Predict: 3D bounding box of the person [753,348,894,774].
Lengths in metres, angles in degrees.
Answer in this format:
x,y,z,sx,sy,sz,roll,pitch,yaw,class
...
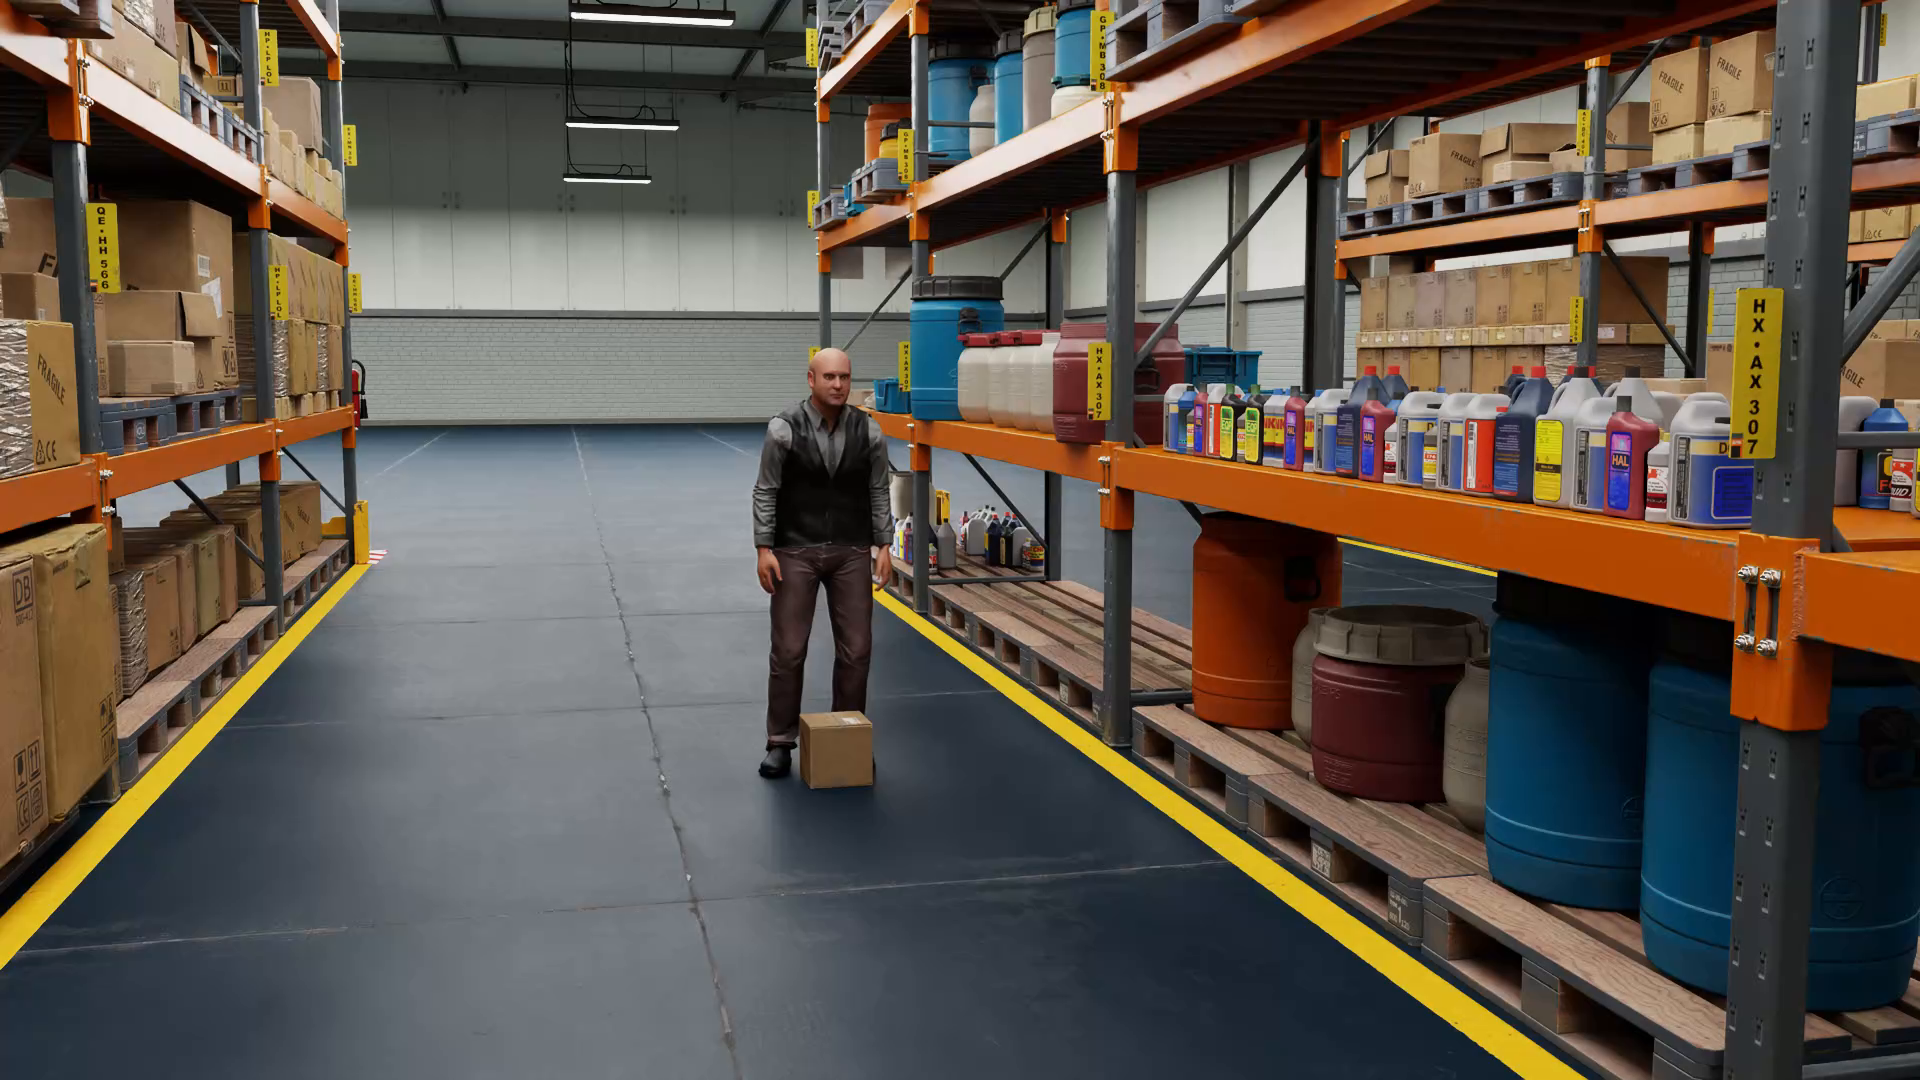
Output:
x,y,z,sx,sy,sz,roll,pitch,yaw,class
-0.563,0.077,6.835,0.594,1.721,0.423,-2,6,-17,person
